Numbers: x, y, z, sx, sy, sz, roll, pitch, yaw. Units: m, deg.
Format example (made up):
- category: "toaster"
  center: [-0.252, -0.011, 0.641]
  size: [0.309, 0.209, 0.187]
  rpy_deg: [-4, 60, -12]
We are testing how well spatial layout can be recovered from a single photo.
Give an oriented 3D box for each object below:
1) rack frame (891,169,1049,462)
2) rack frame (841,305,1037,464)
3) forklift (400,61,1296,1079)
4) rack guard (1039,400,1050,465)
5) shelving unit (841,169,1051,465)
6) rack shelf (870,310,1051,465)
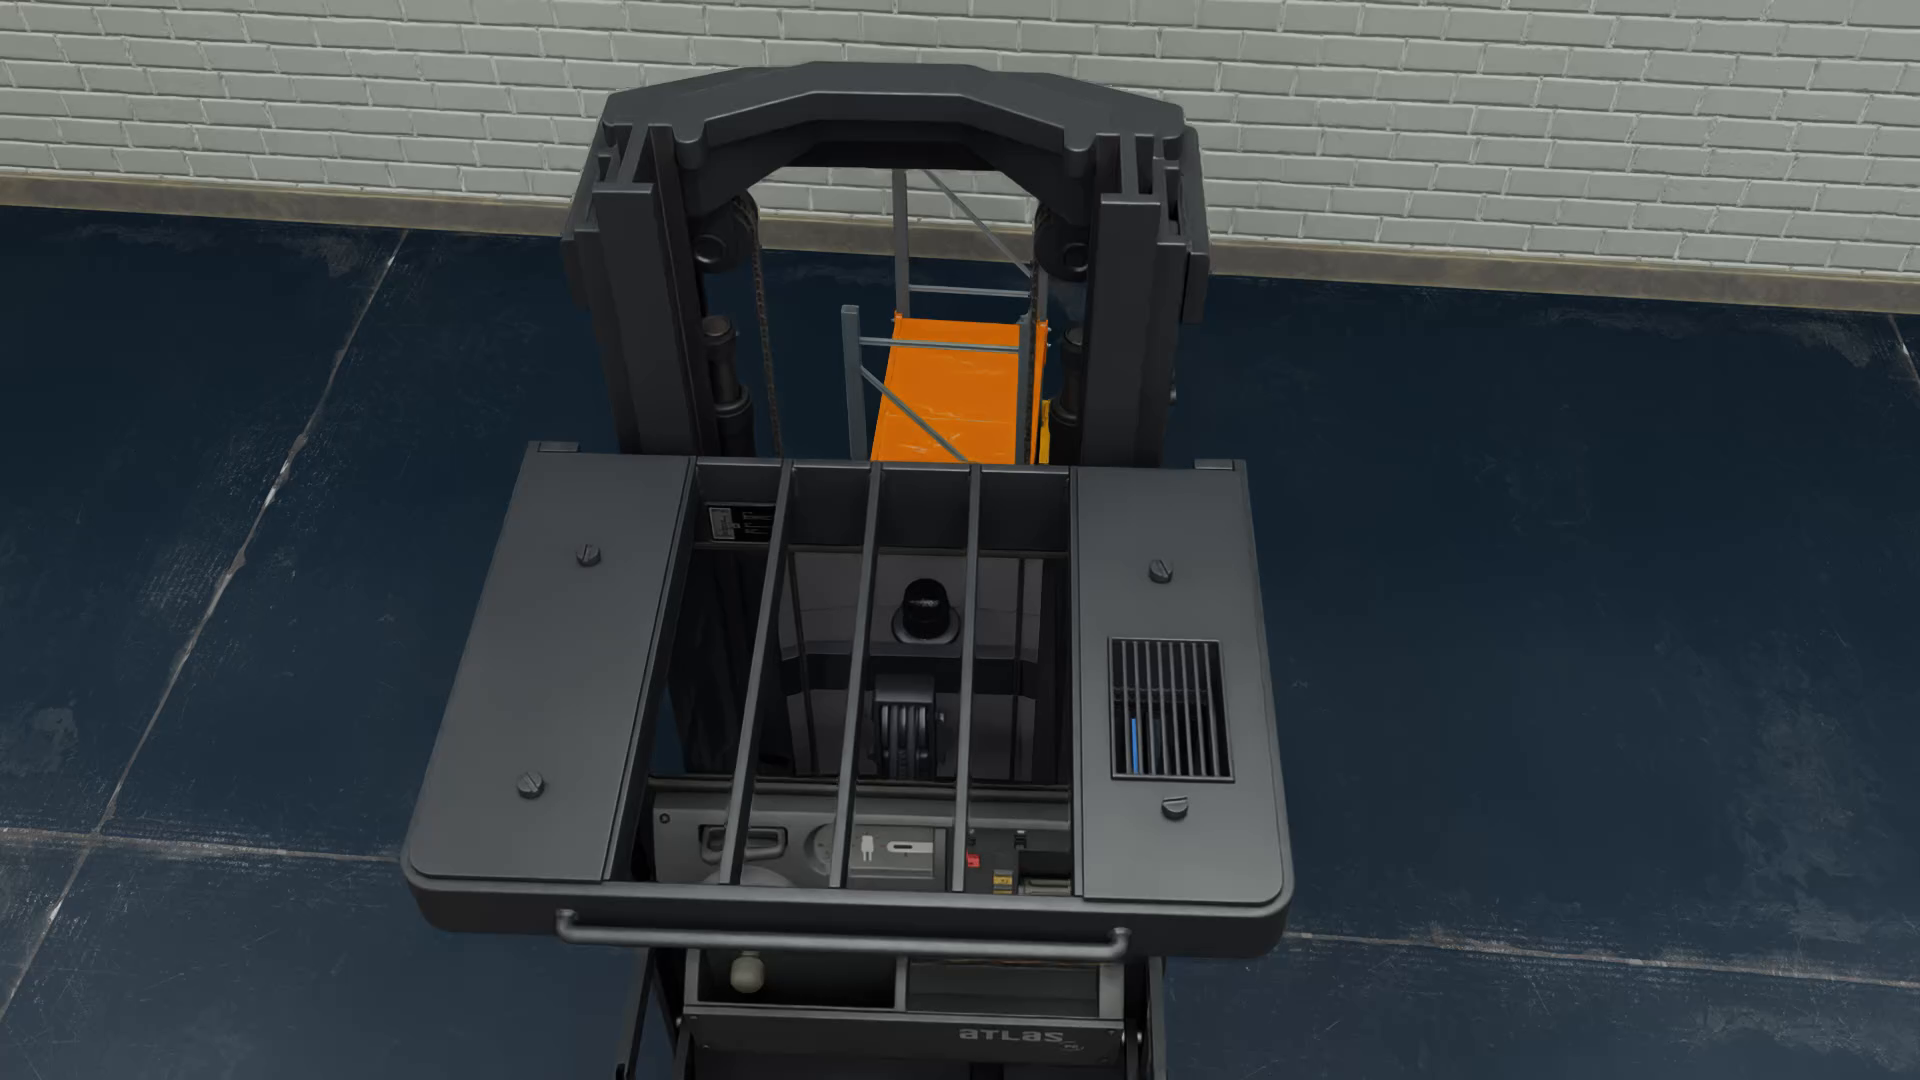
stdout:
- category: "rack frame"
  center: [0.039, -0.817, 5.481]
  size: [0.500, 1.500, 0.032]
  rpy_deg: [4, 48, 4]
- category: "rack frame"
  center: [-0.054, -0.070, 4.798]
  size: [0.500, 1.500, 0.032]
  rpy_deg: [4, 48, 4]
- category: "forklift"
  center: [-0.124, 0.784, 3.047]
  size: [1.130, 2.935, 3.031]
  rpy_deg: [2, 48, 1]
- category: "rack guard"
  center: [0.038, -0.394, 5.941]
  size: [0.587, 0.250, 0.087]
  rpy_deg: [4, 48, 4]
- category: "shelving unit"
  center: [-0.007, -0.450, 5.145]
  size: [0.587, 1.500, 1.083]
  rpy_deg: [4, 48, 4]
- category: "rack shelf"
  center: [-0.008, -0.322, 5.272]
  size: [0.538, 0.185, 1.000]
  rpy_deg: [4, 48, 4]
